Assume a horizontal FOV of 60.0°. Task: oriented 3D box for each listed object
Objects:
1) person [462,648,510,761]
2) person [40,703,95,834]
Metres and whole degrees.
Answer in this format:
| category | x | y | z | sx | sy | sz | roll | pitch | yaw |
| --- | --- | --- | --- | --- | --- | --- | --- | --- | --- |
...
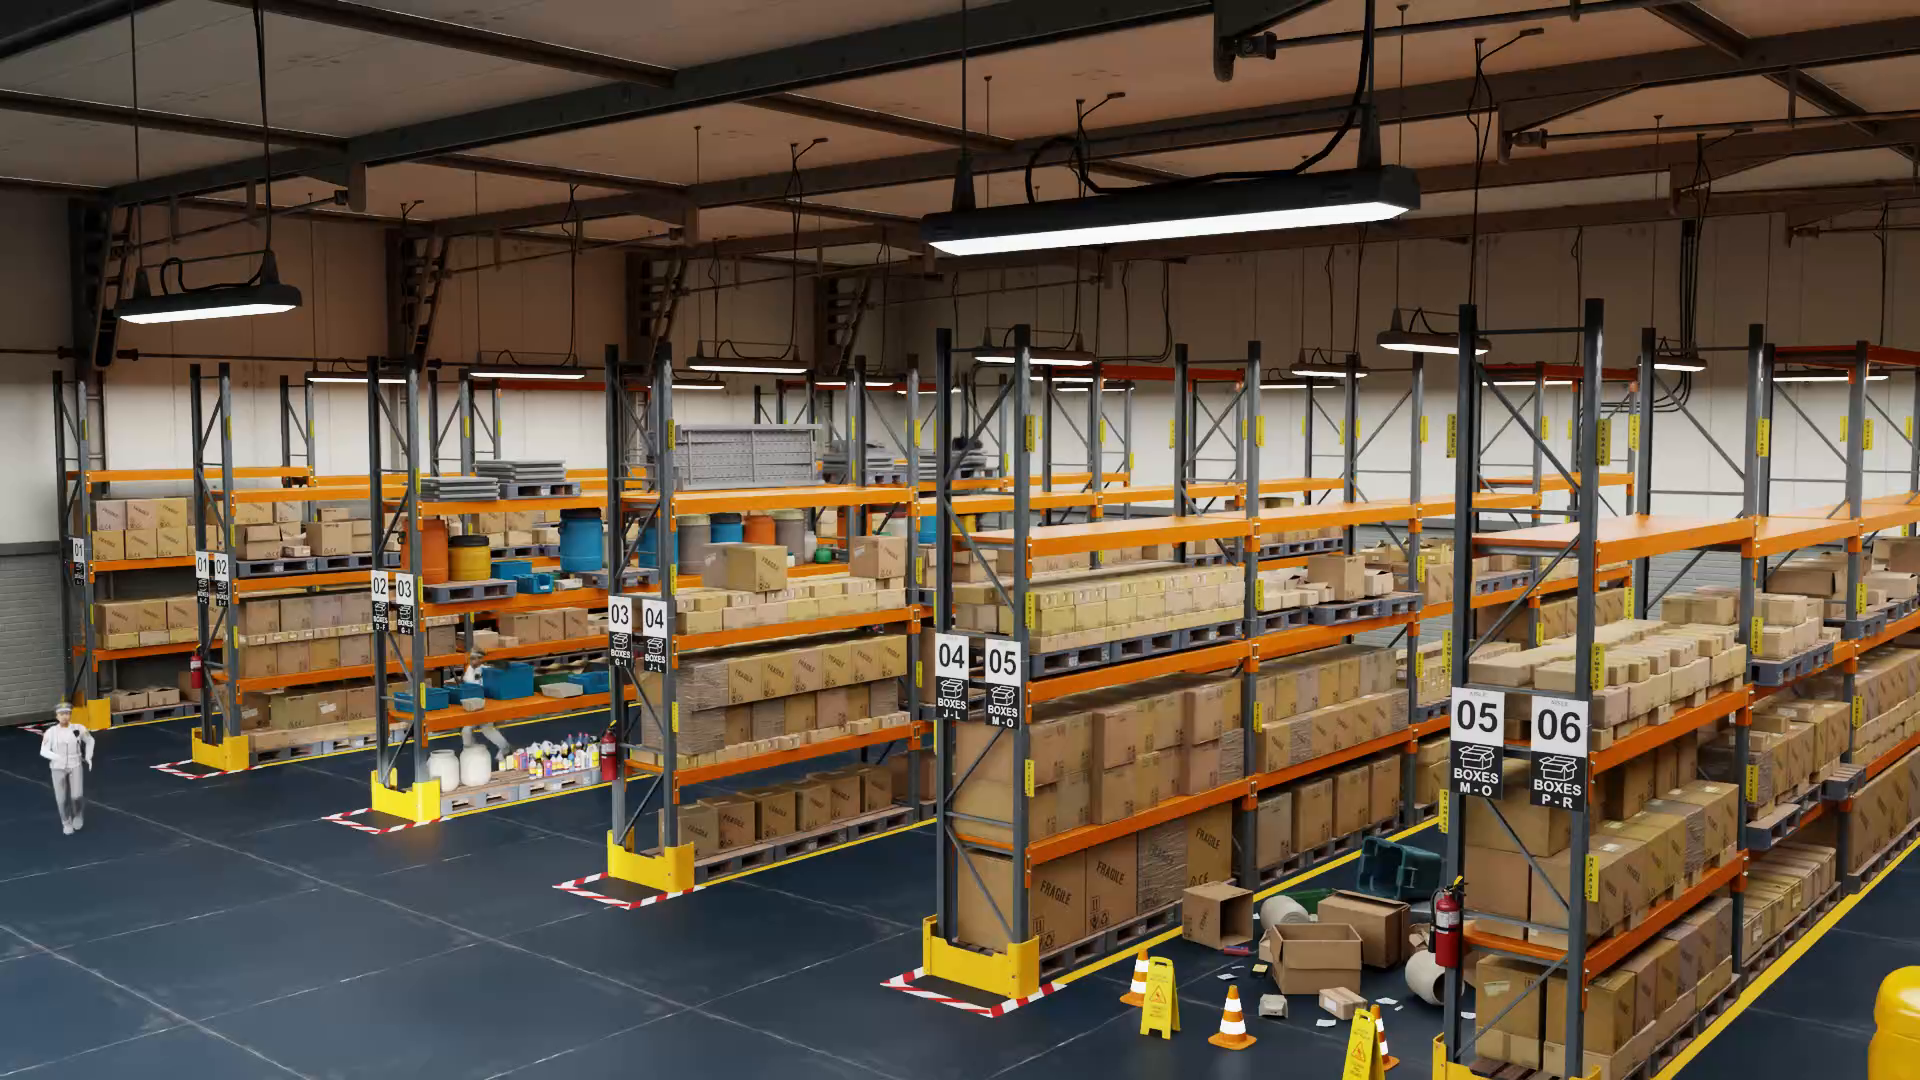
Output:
| category | x | y | z | sx | sy | sz | roll | pitch | yaw |
| --- | --- | --- | --- | --- | --- | --- | --- | --- | --- |
| person | -7.121 | 2.472 | 24.687 | 0.660 | 1.767 | 0.990 | 2 | 5 | 28 |
| person | -11.063 | 2.842 | 20.635 | 0.595 | 1.654 | 0.584 | -2 | 5 | -28 |
